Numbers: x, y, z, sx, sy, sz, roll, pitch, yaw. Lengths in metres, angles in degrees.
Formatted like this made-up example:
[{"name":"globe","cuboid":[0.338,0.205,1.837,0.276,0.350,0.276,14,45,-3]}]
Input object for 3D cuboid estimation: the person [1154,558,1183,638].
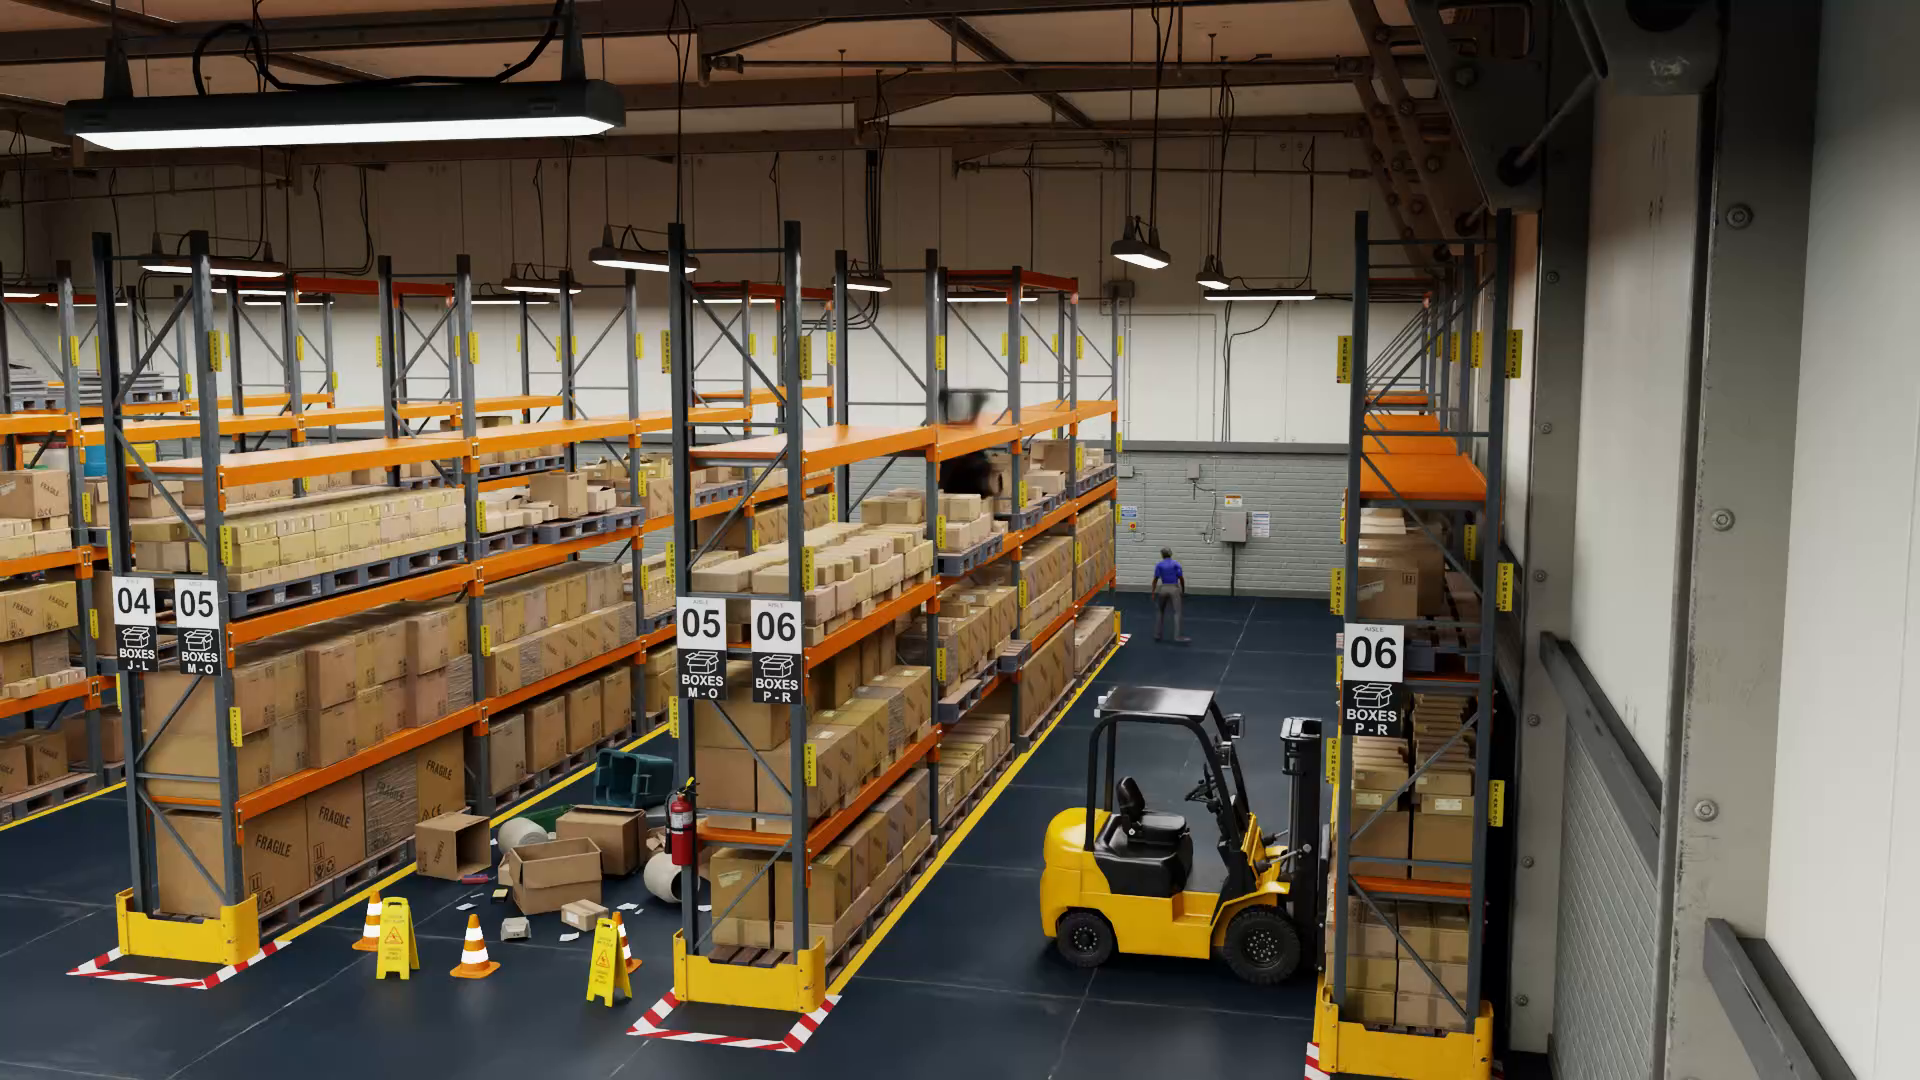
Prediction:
[{"name":"person","cuboid":[3.557,1.005,28.296,0.590,1.299,0.553,3,8,26]}]
